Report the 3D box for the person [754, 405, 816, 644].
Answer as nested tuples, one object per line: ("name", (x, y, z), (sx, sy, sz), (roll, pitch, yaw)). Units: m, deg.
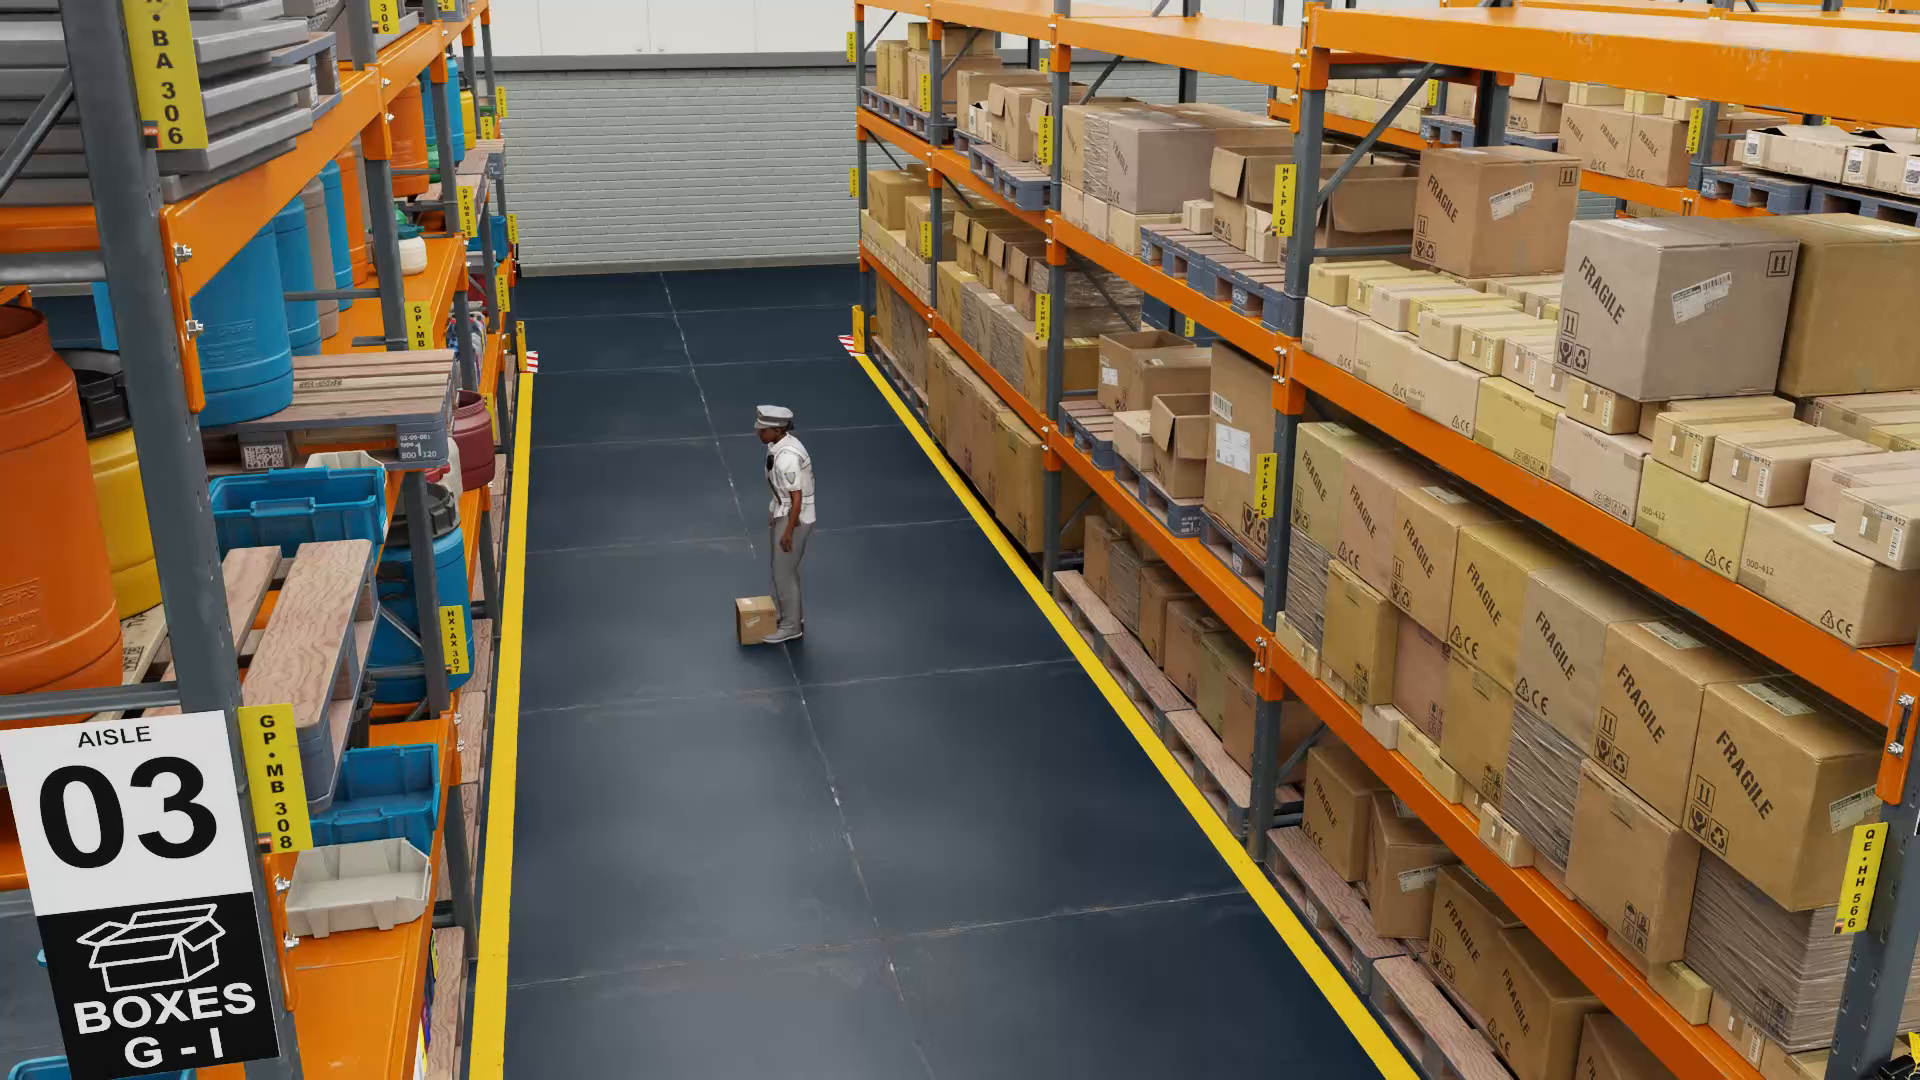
("person", (-1.208, -0.124, 11.411), (0.419, 1.663, 0.530), (-5, 20, -15))
